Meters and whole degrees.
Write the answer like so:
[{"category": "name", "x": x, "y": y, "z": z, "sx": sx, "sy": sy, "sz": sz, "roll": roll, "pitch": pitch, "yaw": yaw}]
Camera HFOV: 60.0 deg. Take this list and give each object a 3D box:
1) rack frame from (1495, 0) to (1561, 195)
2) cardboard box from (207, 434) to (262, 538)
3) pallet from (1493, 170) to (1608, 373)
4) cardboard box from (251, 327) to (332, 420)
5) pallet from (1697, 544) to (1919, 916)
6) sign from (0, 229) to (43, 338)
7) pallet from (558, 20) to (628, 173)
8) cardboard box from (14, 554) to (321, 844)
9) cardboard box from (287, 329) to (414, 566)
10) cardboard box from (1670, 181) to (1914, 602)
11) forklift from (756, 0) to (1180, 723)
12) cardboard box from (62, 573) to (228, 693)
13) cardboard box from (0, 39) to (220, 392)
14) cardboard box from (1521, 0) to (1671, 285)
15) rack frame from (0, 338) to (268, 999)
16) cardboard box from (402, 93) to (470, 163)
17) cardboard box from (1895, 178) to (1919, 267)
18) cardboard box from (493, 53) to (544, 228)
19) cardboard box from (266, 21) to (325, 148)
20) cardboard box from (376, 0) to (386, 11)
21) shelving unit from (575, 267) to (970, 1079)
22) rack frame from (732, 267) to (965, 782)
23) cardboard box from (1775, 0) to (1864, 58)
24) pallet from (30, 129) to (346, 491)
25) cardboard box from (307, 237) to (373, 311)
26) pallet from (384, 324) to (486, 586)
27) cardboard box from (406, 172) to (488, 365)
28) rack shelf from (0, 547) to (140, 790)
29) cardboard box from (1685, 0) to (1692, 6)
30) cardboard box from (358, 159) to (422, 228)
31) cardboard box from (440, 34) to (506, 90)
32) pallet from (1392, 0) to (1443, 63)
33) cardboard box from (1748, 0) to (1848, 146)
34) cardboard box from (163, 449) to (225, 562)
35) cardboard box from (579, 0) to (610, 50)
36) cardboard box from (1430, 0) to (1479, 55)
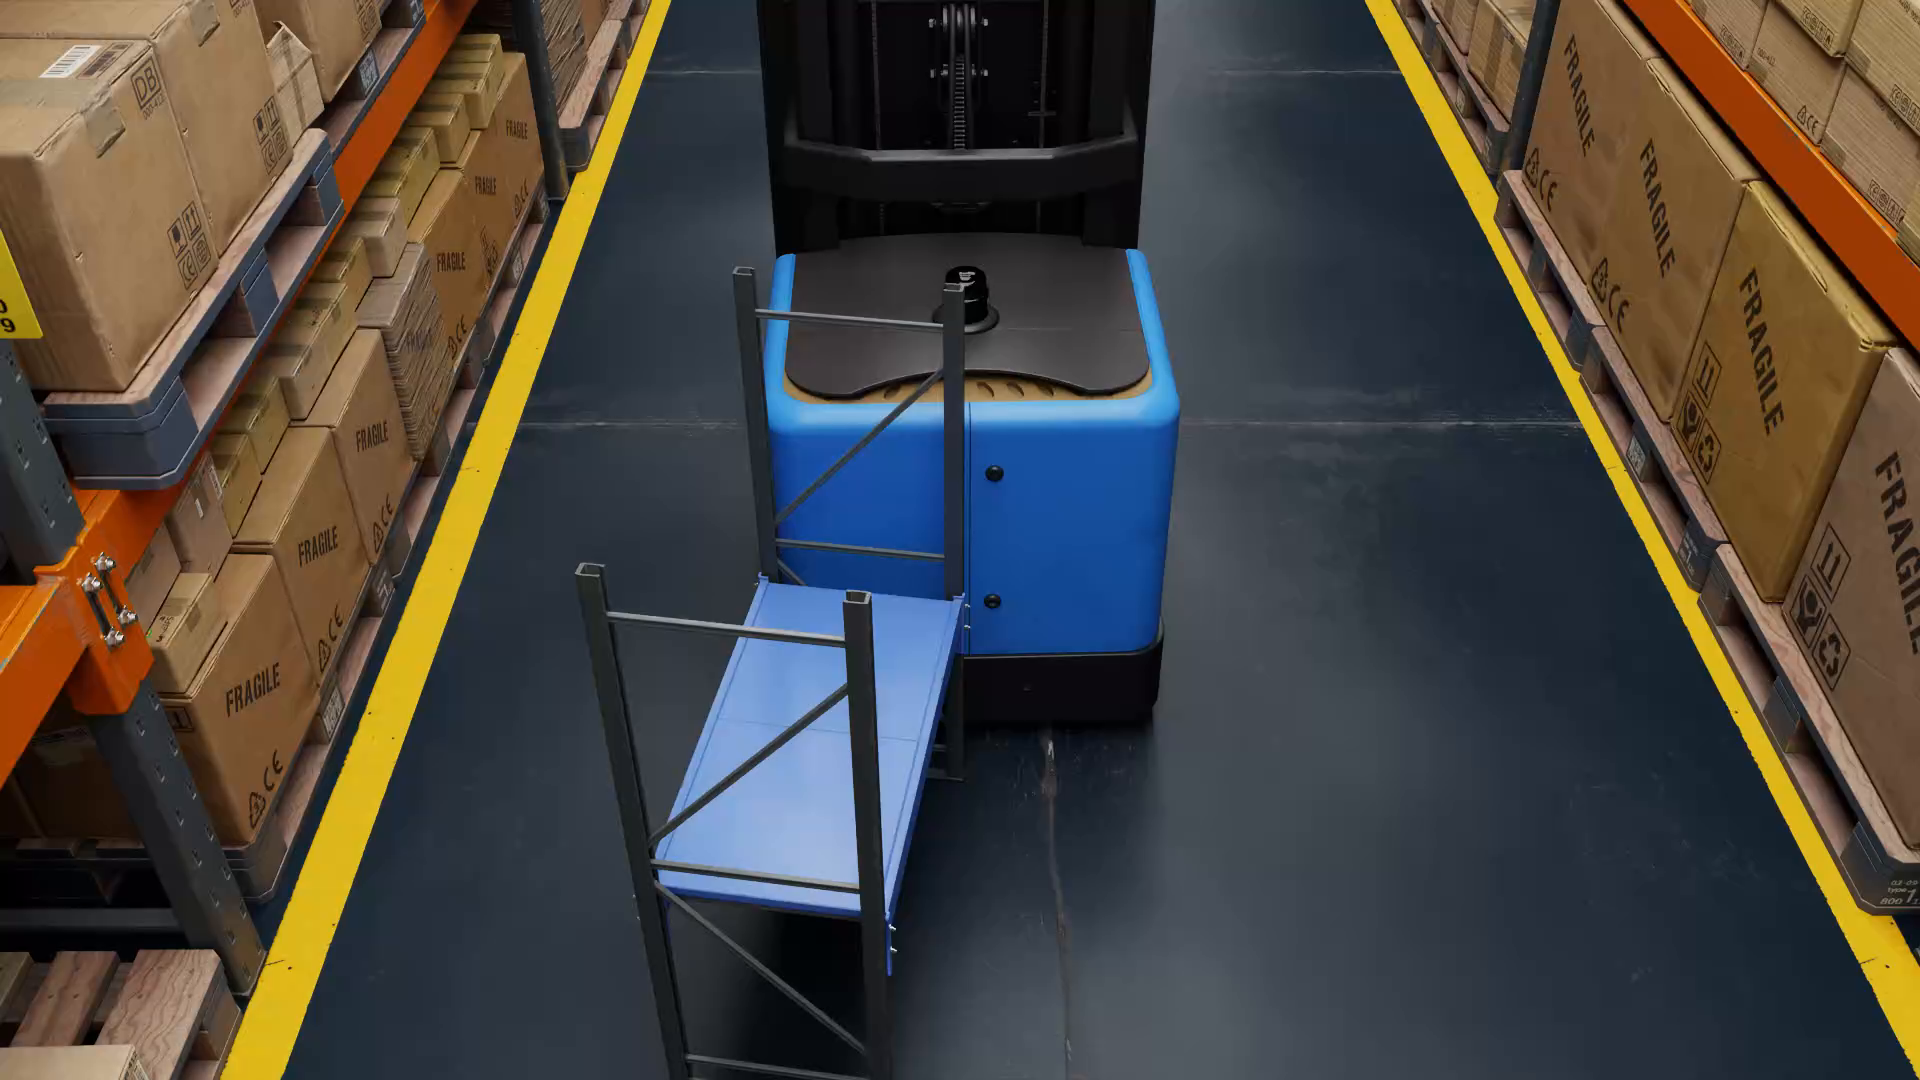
[{"category": "rack frame", "x": 2.794, "y": -2.639, "z": 6.144, "sx": 1.000, "sy": 3.000, "sz": 0.127, "roll": 0, "pitch": 39, "yaw": 0}, {"category": "cardboard box", "x": -1.989, "y": -0.131, "z": 4.159, "sx": 0.380, "sy": 0.149, "sz": 0.250, "roll": -2, "pitch": 39, "yaw": -2}, {"category": "pallet", "x": 2.719, "y": -1.057, "z": 6.401, "sx": 1.003, "sy": 0.211, "sz": 1.213, "roll": 0, "pitch": 39, "yaw": 0}, {"category": "cardboard box", "x": -1.966, "y": -0.459, "z": 4.568, "sx": 0.380, "sy": 0.149, "sz": 0.250, "roll": 0, "pitch": 39, "yaw": 0}, {"category": "pallet", "x": 2.722, "y": 0.468, "z": 4.497, "sx": 1.003, "sy": 0.211, "sz": 1.213, "roll": 0, "pitch": 39, "yaw": 0}, {"category": "sign", "x": -1.623, "y": -0.474, "z": 2.751, "sx": 0.100, "sy": 0.325, "sz": 0.005, "roll": 0, "pitch": 39, "yaw": 0}, {"category": "pallet", "x": -2.132, "y": -2.059, "z": 7.651, "sx": 1.003, "sy": 0.211, "sz": 1.213, "roll": 0, "pitch": 39, "yaw": 0}, {"category": "cardboard box", "x": -1.941, "y": 0.378, "z": 4.043, "sx": 0.500, "sy": 0.500, "sz": 0.500, "roll": 2, "pitch": 39, "yaw": 2}, {"category": "cardboard box", "x": -1.948, "y": -0.267, "z": 4.848, "sx": 0.500, "sy": 0.500, "sz": 0.500, "roll": -1, "pitch": 39, "yaw": -1}, {"category": "cardboard box", "x": 2.709, "y": -0.425, "z": 4.744, "sx": 0.875, "sy": 0.875, "sz": 0.875, "roll": 1, "pitch": 39, "yaw": 1}, {"category": "forklift", "x": -0.018, "y": -1.538, "z": 4.825, "sx": 1.130, "sy": 2.935, "sz": 3.031, "roll": -1, "pitch": 39, "yaw": -1}, {"category": "cardboard box", "x": -1.900, "y": 0.203, "z": 3.743, "sx": 0.380, "sy": 0.149, "sz": 0.250, "roll": 2, "pitch": 39, "yaw": 2}, {"category": "cardboard box", "x": -1.942, "y": -0.637, "z": 3.230, "sx": 0.700, "sy": 0.500, "sz": 0.500, "roll": 1, "pitch": 39, "yaw": 1}, {"category": "cardboard box", "x": 2.711, "y": -1.541, "z": 6.138, "sx": 0.875, "sy": 0.875, "sz": 0.875, "roll": 0, "pitch": 39, "yaw": 0}, {"category": "rack frame", "x": -2.165, "y": -0.131, "z": 3.015, "sx": 1.000, "sy": 3.000, "sz": 0.127, "roll": 0, "pitch": 39, "yaw": 0}, {"category": "cardboard box", "x": -1.929, "y": -1.430, "z": 5.780, "sx": 0.380, "sy": 0.149, "sz": 0.250, "roll": -1, "pitch": 39, "yaw": -2}, {"category": "cardboard box", "x": 2.546, "y": -0.678, "z": 3.817, "sx": 0.500, "sy": 0.250, "sz": 0.500, "roll": -1, "pitch": 39, "yaw": -1}, {"category": "cardboard box", "x": -1.955, "y": -1.557, "z": 6.457, "sx": 0.500, "sy": 0.500, "sz": 0.500, "roll": 1, "pitch": 39, "yaw": 1}, {"category": "cardboard box", "x": -1.783, "y": -1.112, "z": 4.010, "sx": 0.396, "sy": 0.266, "sz": 0.258, "roll": 2, "pitch": 39, "yaw": 2}, {"category": "cardboard box", "x": -1.983, "y": -1.816, "z": 4.699, "sx": 0.797, "sy": 0.503, "sz": 0.637, "roll": -1, "pitch": 39, "yaw": -1}, {"category": "shelving unit", "x": -0.317, "y": 0.343, "z": 3.623, "sx": 0.538, "sy": 1.500, "sz": 1.048, "roll": 6, "pitch": 39, "yaw": 7}, {"category": "rack frame", "x": -0.239, "y": 0.028, "z": 4.015, "sx": 0.500, "sy": 1.500, "sz": 0.032, "roll": 6, "pitch": 39, "yaw": 7}, {"category": "cardboard box", "x": 2.522, "y": -1.506, "z": 4.451, "sx": 0.500, "sy": 0.250, "sz": 0.500, "roll": 1, "pitch": 39, "yaw": 1}, {"category": "pallet", "x": -2.057, "y": -0.556, "z": 3.699, "sx": 1.003, "sy": 0.211, "sz": 1.213, "roll": 0, "pitch": 39, "yaw": 0}, {"category": "cardboard box", "x": -1.993, "y": -0.783, "z": 4.972, "sx": 0.380, "sy": 0.149, "sz": 0.250, "roll": 0, "pitch": 39, "yaw": 0}, {"category": "pallet", "x": -2.208, "y": -0.317, "z": 5.476, "sx": 1.003, "sy": 0.211, "sz": 1.213, "roll": 0, "pitch": 39, "yaw": 0}, {"category": "cardboard box", "x": -1.961, "y": -0.917, "z": 5.658, "sx": 0.500, "sy": 0.500, "sz": 0.500, "roll": 2, "pitch": 39, "yaw": 2}, {"category": "rack shelf", "x": -2.163, "y": 1.400, "z": 1.679, "sx": 1.077, "sy": 0.370, "sz": 4.000, "roll": 0, "pitch": 39, "yaw": 0}, {"category": "cardboard box", "x": 2.561, "y": -1.953, "z": 5.408, "sx": 0.500, "sy": 0.250, "sz": 0.500, "roll": -1, "pitch": 39, "yaw": -1}, {"category": "cardboard box", "x": -1.973, "y": -1.109, "z": 5.380, "sx": 0.380, "sy": 0.149, "sz": 0.250, "roll": -1, "pitch": 39, "yaw": -1}, {"category": "cardboard box", "x": -1.916, "y": -1.766, "z": 6.199, "sx": 0.380, "sy": 0.149, "sz": 0.250, "roll": -2, "pitch": 39, "yaw": -2}, {"category": "pallet", "x": 2.796, "y": -2.800, "z": 8.575, "sx": 1.003, "sy": 0.211, "sz": 1.213, "roll": 0, "pitch": 39, "yaw": 0}, {"category": "cardboard box", "x": 2.560, "y": -1.316, "z": 4.614, "sx": 0.500, "sy": 0.250, "sz": 0.500, "roll": 0, "pitch": 39, "yaw": 0}, {"category": "cardboard box", "x": -1.948, "y": -0.076, "z": 3.853, "sx": 0.380, "sy": 0.149, "sz": 0.250, "roll": -2, "pitch": 39, "yaw": -2}, {"category": "cardboard box", "x": -2.166, "y": -2.669, "z": 7.744, "sx": 0.875, "sy": 0.625, "sz": 0.625, "roll": 1, "pitch": 39, "yaw": 1}, {"category": "cardboard box", "x": 2.794, "y": -2.592, "z": 7.851, "sx": 0.950, "sy": 0.372, "sz": 0.625, "roll": -1, "pitch": 39, "yaw": -1}]
